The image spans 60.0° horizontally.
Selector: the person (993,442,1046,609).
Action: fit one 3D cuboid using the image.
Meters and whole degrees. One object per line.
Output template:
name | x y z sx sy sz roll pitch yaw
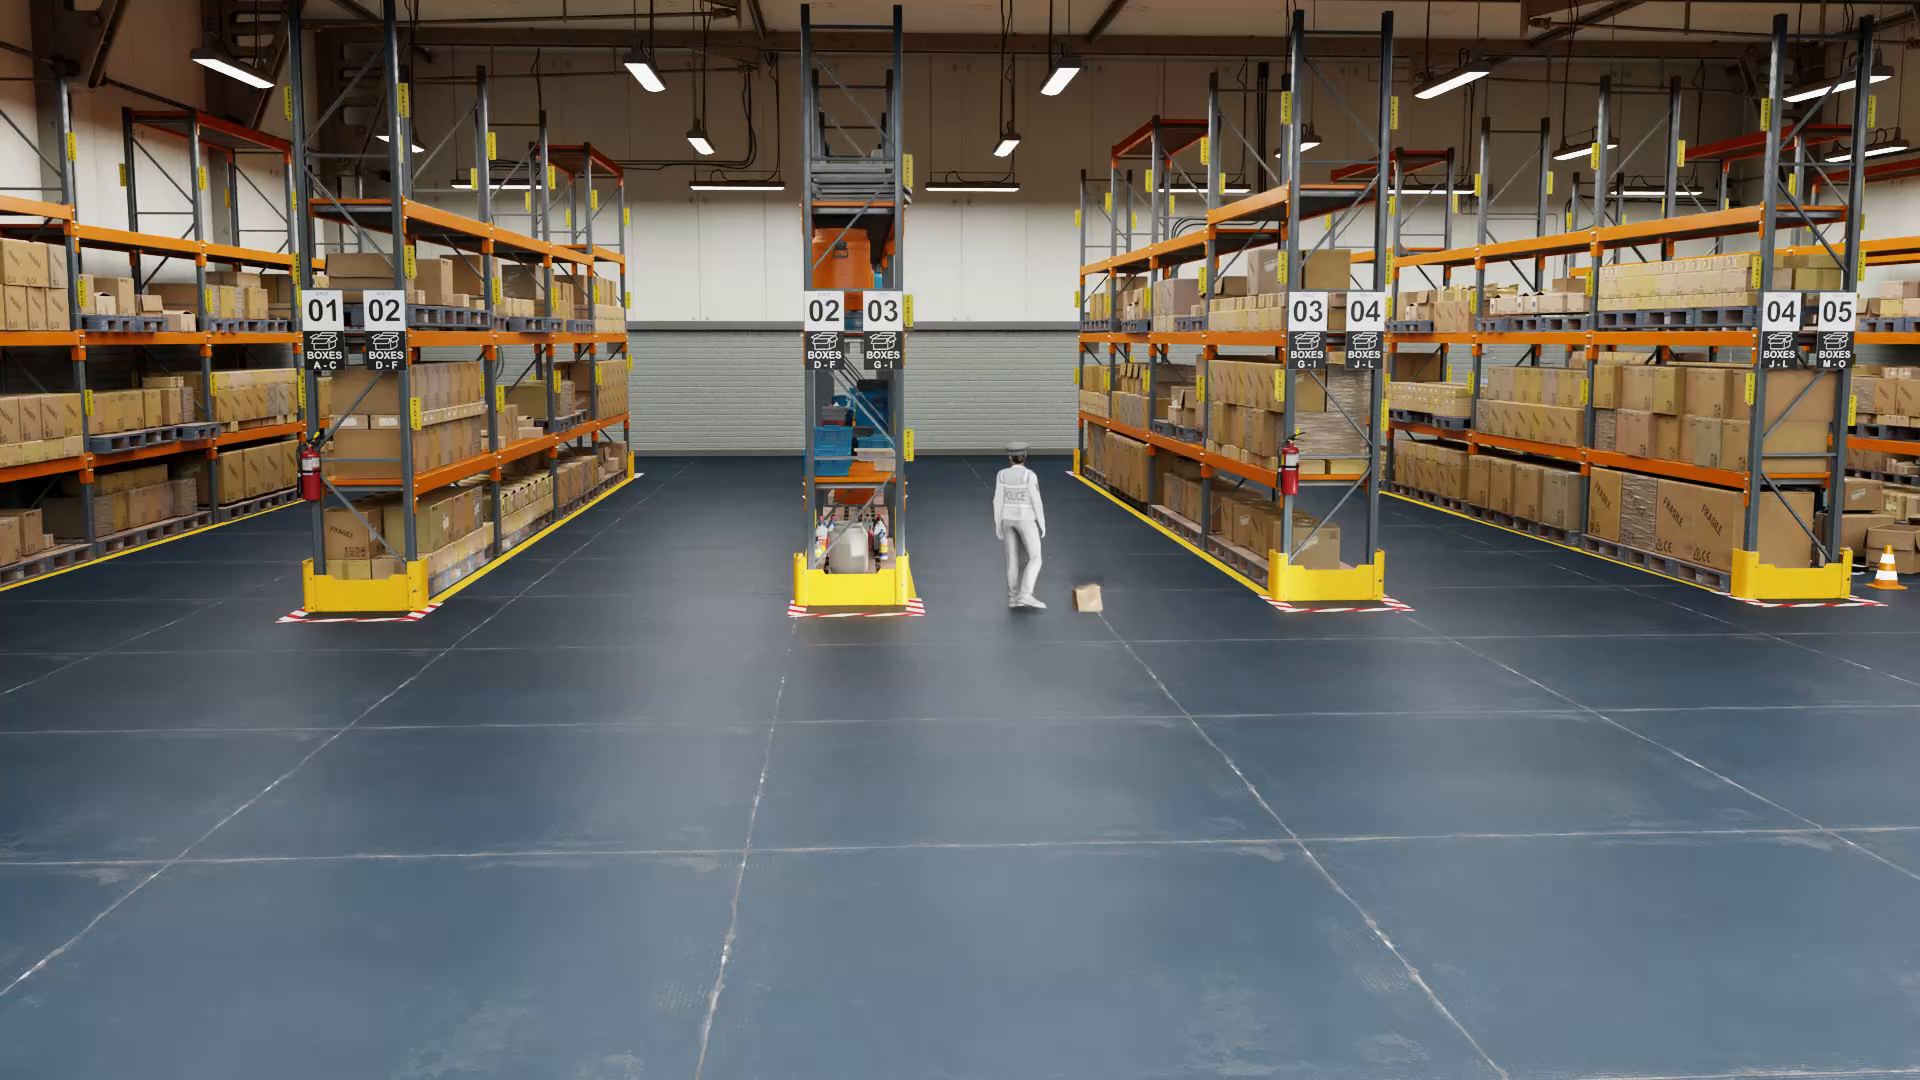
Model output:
person | 0.625 -0.146 16.785 0.637 1.661 0.424 4 8 28
